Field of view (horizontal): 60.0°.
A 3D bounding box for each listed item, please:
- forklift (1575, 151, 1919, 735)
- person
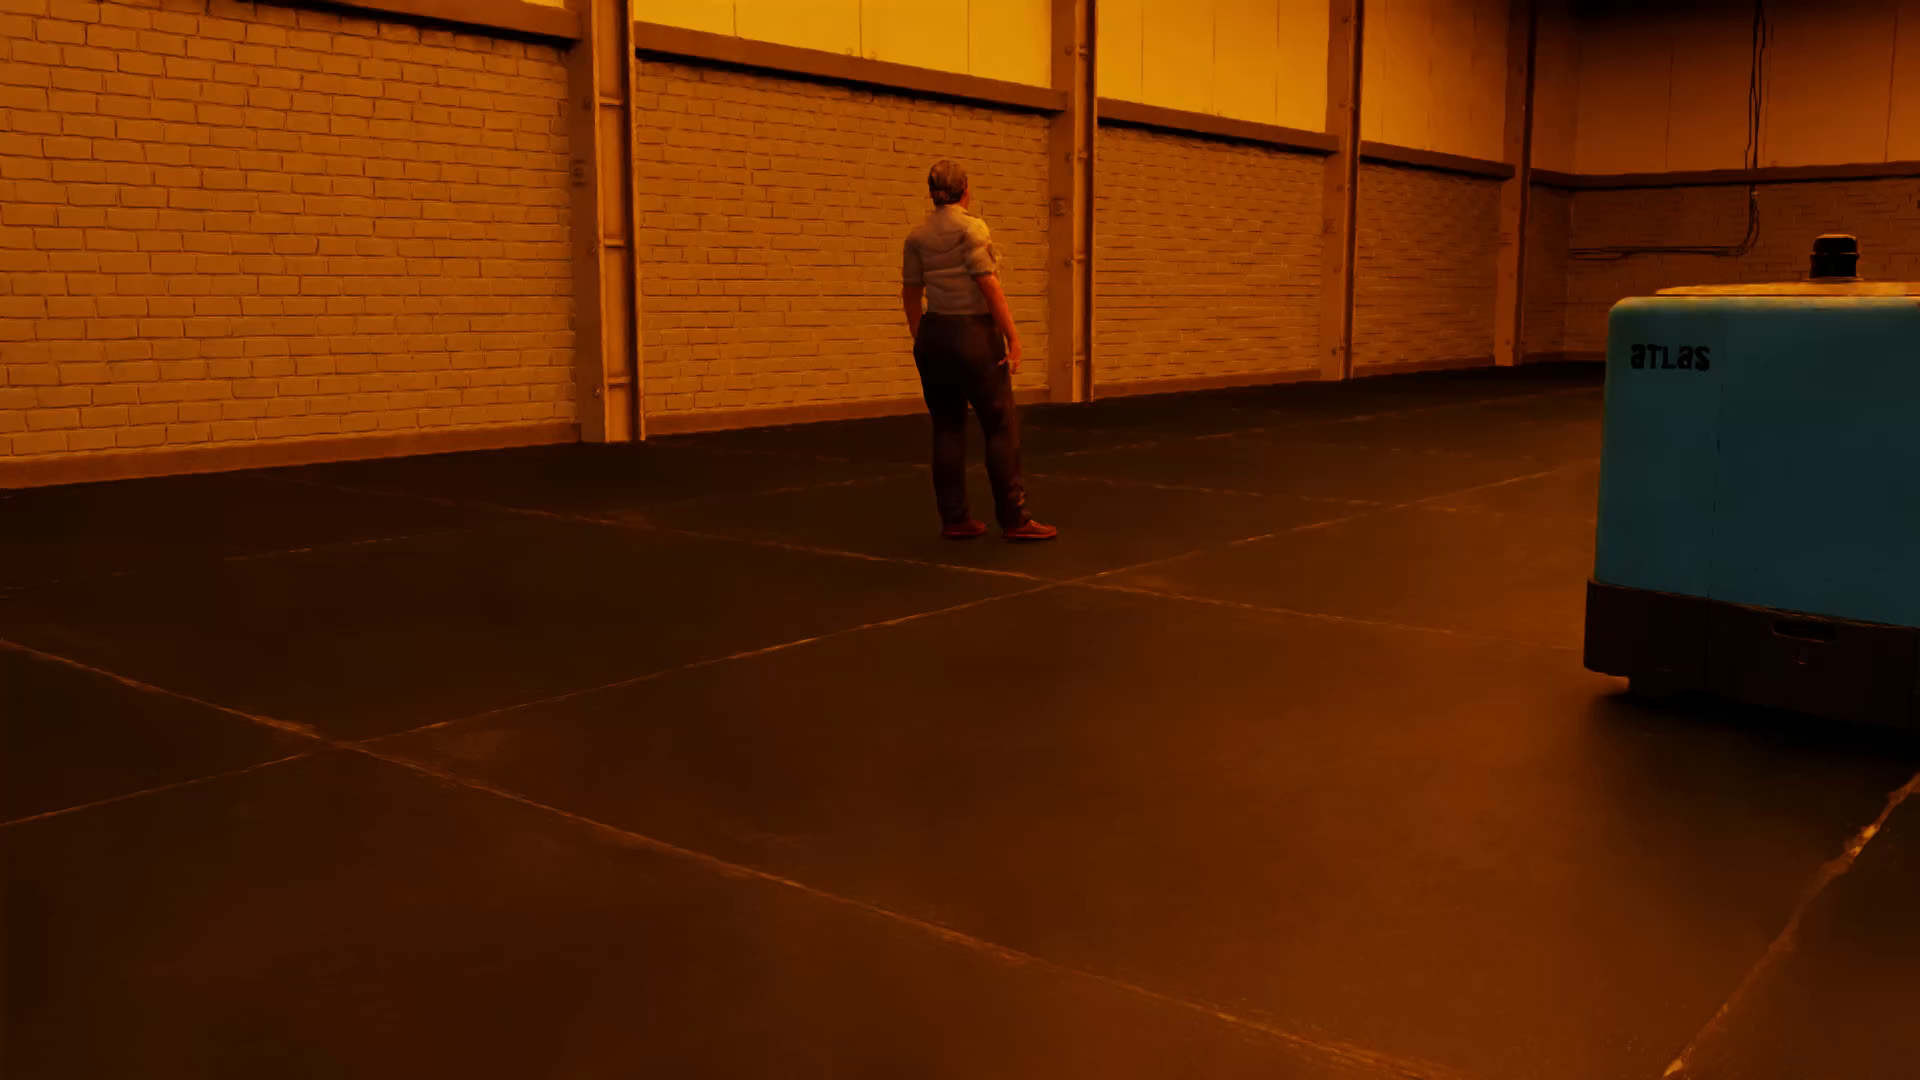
[{"bbox_3d":[3.012,-0.915,3.535,1.130,2.935,3.031,-7,11,-39],"label":"forklift"},{"bbox_3d":[0.074,-0.830,7.340,0.599,1.650,0.502,7,11,38],"label":"person"}]
